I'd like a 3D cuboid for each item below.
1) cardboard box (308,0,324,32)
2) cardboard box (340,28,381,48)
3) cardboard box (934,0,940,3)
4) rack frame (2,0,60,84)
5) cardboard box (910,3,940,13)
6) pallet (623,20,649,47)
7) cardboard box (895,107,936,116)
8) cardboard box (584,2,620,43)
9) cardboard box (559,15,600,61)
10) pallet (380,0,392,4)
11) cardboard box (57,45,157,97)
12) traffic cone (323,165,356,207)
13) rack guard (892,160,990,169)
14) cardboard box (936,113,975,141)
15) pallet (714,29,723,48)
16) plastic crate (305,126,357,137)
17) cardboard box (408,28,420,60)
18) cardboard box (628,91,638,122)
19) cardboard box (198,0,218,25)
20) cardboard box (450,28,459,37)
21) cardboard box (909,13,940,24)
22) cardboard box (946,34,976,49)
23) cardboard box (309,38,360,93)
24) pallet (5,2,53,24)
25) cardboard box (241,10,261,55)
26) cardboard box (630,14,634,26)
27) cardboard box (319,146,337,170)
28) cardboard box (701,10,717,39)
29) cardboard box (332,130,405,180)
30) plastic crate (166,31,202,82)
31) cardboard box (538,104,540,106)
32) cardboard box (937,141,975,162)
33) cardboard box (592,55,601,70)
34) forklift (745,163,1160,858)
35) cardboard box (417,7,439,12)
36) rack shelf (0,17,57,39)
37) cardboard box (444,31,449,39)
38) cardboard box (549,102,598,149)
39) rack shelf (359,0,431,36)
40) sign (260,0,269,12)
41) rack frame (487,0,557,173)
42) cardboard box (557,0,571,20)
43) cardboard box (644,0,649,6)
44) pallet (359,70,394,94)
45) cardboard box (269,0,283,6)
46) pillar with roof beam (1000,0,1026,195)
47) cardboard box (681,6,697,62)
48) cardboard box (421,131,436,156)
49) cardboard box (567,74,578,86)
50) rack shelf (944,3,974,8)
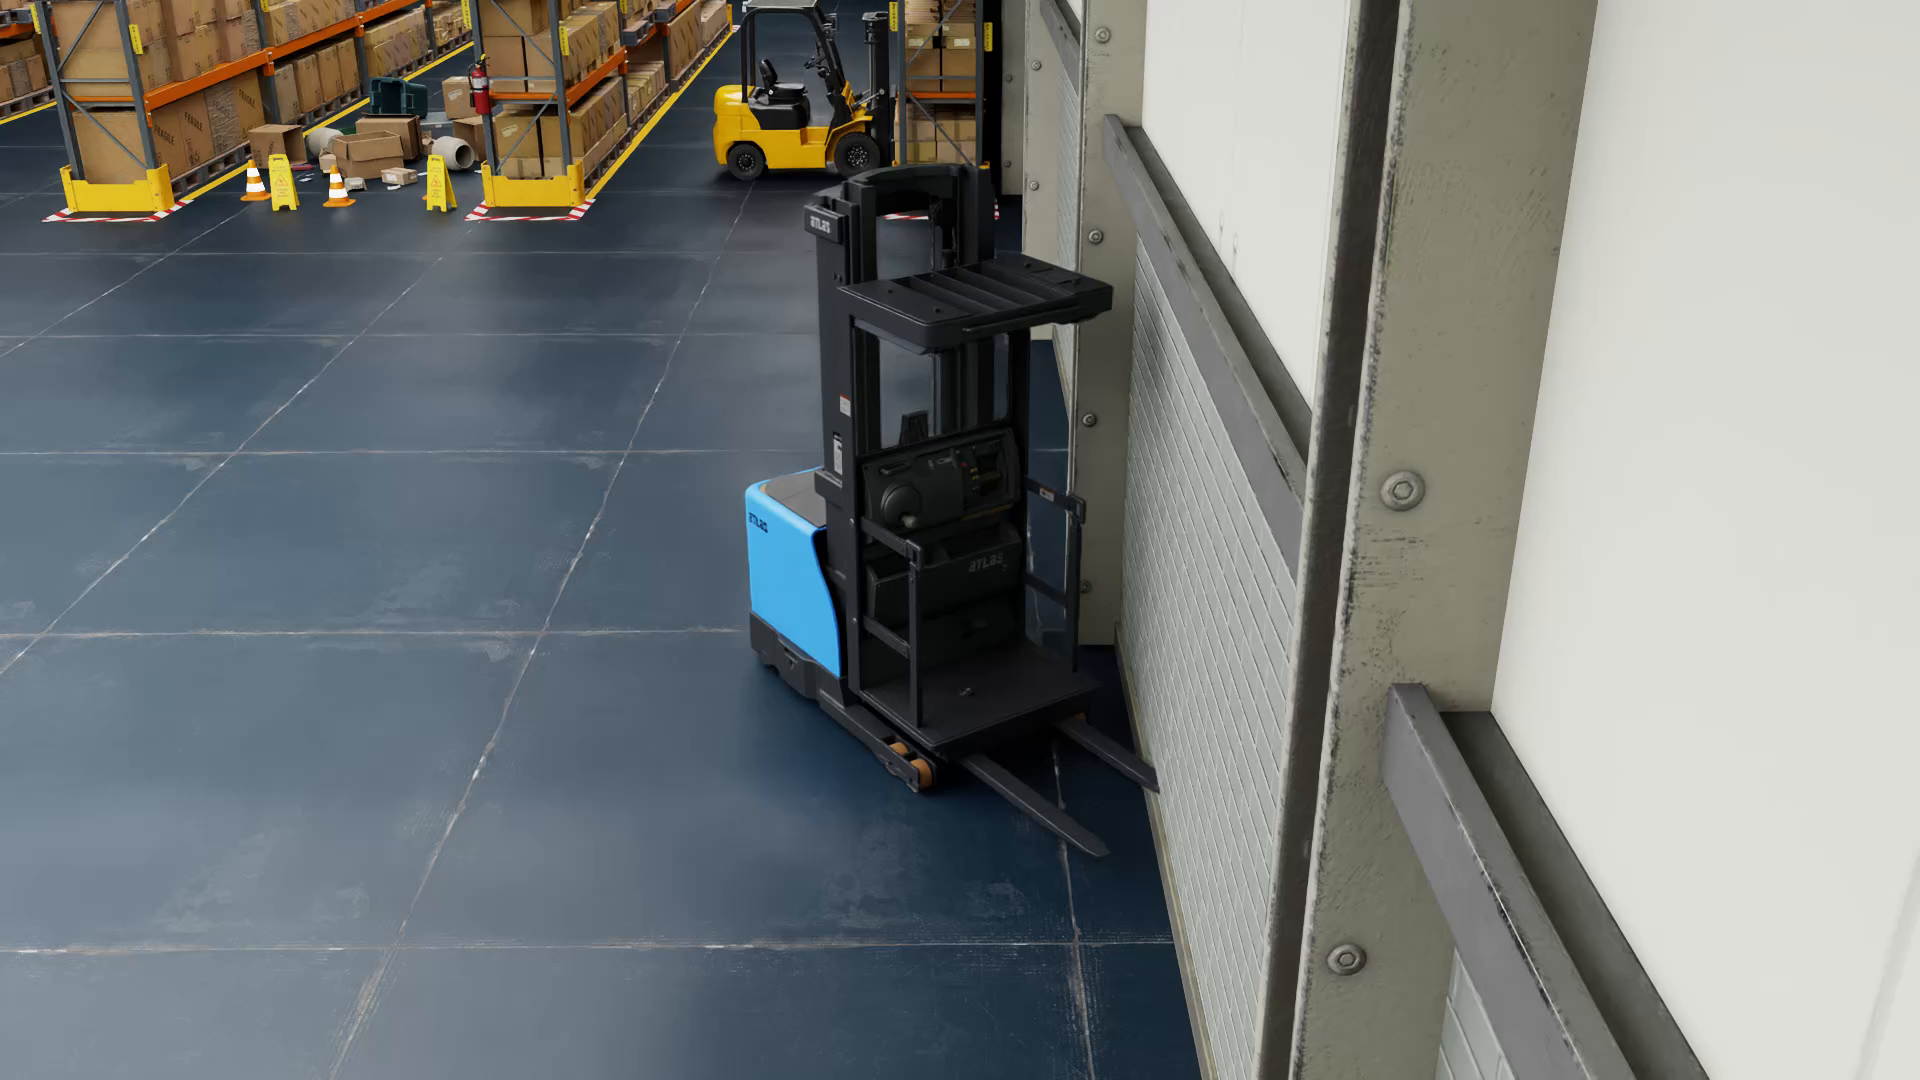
[{"bbox_3d":[-9.936,-7.929,25.019,0.500,0.500,0.500,0,24,0],"label":"cardboard box"},{"bbox_3d":[-9.994,-8.370,27.729,0.500,0.250,0.500,-1,24,-3],"label":"cardboard box"},{"bbox_3d":[-0.461,-7.261,22.396,0.380,0.149,0.250,-1,24,-2],"label":"cardboard box"},{"bbox_3d":[-15.189,-8.710,26.867,1.000,3.000,0.127,0,24,-1],"label":"rack frame"},{"bbox_3d":[-0.452,-6.841,21.465,0.380,0.149,0.250,0,24,0],"label":"cardboard box"},{"bbox_3d":[-5.099,-7.334,24.059,1.003,0.211,1.213,0,24,-1],"label":"pallet"},{"bbox_3d":[-0.557,-5.274,20.885,0.500,0.250,0.500,0,24,0],"label":"cardboard box"},{"bbox_3d":[-4.983,-7.105,22.837,0.500,0.500,0.500,-1,24,-2],"label":"cardboard box"},{"bbox_3d":[-4.950,-6.468,21.429,0.500,0.500,0.500,-1,24,-2],"label":"cardboard box"},{"bbox_3d":[-10.291,-9.418,28.667,1.003,0.211,1.213,0,24,-1],"label":"pallet"},{"bbox_3d":[-10.190,-5.615,19.842,0.875,0.550,0.550,0,24,-1],"label":"cardboard box"},{"bbox_3d":[-7.593,-4.328,20.258,0.336,0.463,0.334,0,24,-1],"label":"traffic cone"},{"bbox_3d":[-0.229,-4.333,20.223,1.175,0.500,0.348,0,24,-1],"label":"rack guard"},{"bbox_3d":[-0.045,-5.074,20.444,0.500,0.250,0.500,-1,24,-1],"label":"cardboard box"},{"bbox_3d":[-5.270,-9.949,32.993,1.003,0.211,1.213,0,24,-1],"label":"pallet"},{"bbox_3d":[-8.873,-5.721,23.602,0.450,0.188,0.662,3,22,31],"label":"plastic crate"},{"bbox_3d":[-10.007,-8.876,29.758,0.500,0.500,0.500,-1,24,-2],"label":"cardboard box"},{"bbox_3d":[-5.244,-6.316,24.254,0.950,0.372,0.625,0,24,0],"label":"cardboard box"},{"bbox_3d":[-10.224,-7.001,21.597,0.875,0.550,0.550,0,24,-1],"label":"cardboard box"},{"bbox_3d":[-10.009,-9.917,32.487,0.380,0.149,0.250,-1,24,-2],"label":"cardboard box"},{"bbox_3d":[-0.436,-6.417,20.529,0.380,0.149,0.250,0,24,0],"label":"cardboard box"},{"bbox_3d":[0.027,-5.964,19.887,0.380,0.149,0.250,-1,24,-2],"label":"cardboard box"},{"bbox_3d":[-10.312,-7.605,26.646,1.050,0.750,0.750,-1,24,-1],"label":"cardboard box"},{"bbox_3d":[-15.075,-8.329,26.259,1.213,0.211,1.003,0,24,-1],"label":"pallet"},{"bbox_3d":[-10.169,-6.958,22.813,0.875,0.550,0.550,0,24,-1],"label":"cardboard box"},{"bbox_3d":[-4.920,-7.515,24.021,0.380,0.149,0.250,0,24,1],"label":"cardboard box"},{"bbox_3d":[-8.324,-5.096,22.196,0.396,0.266,0.258,4,25,9],"label":"cardboard box"},{"bbox_3d":[-5.233,-10.054,32.440,0.875,0.438,0.875,-1,24,-2],"label":"cardboard box"},{"bbox_3d":[-7.743,-5.033,21.767,0.797,0.503,0.637,-19,31,-36],"label":"cardboard box"},{"bbox_3d":[-14.729,-6.740,21.012,10.126,1.636,1.488,0,24,-1],"label":"plastic crate"},{"bbox_3d":[-5.533,-5.617,21.159,0.380,0.149,0.250,0,24,0],"label":"cardboard box"},{"bbox_3d":[-0.027,-4.842,20.537,0.500,0.250,0.500,0,24,0],"label":"cardboard box"},{"bbox_3d":[-4.901,-6.230,21.690,0.380,0.149,0.250,0,24,0],"label":"cardboard box"},{"bbox_3d":[-13.369,-6.912,22.975,8.343,2.935,44.761,-16,29,-32],"label":"forklift"},{"bbox_3d":[-10.573,-10.499,33.052,0.380,0.149,0.250,1,24,2],"label":"cardboard box"},{"bbox_3d":[-15.167,-7.558,25.193,1.077,0.370,4.000,0,24,-1],"label":"rack shelf"},{"bbox_3d":[-10.065,-9.699,32.004,0.380,0.149,0.250,-1,24,-2],"label":"cardboard box"},{"bbox_3d":[-4.936,-5.297,21.238,0.500,0.500,0.500,-1,24,-3],"label":"cardboard box"},{"bbox_3d":[-10.250,-9.187,28.795,1.077,0.370,4.000,0,24,-1],"label":"rack shelf"},{"bbox_3d":[-9.673,-9.800,26.332,0.100,1.808,8.007,0,24,-1],"label":"sign"},{"bbox_3d":[-5.189,-5.458,19.677,0.949,2.616,0.053,0,24,-1],"label":"rack frame"},{"bbox_3d":[-5.389,-6.928,21.233,0.700,0.500,0.500,0,24,-1],"label":"cardboard box"},{"bbox_3d":[-4.969,-8.295,24.958,0.500,0.500,0.500,-1,24,-3],"label":"cardboard box"},{"bbox_3d":[-10.235,-7.742,28.111,1.003,0.211,1.213,0,24,-1],"label":"pallet"},{"bbox_3d":[-10.204,-7.960,23.874,0.700,0.500,0.500,-1,24,-1],"label":"cardboard box"},{"bbox_3d":[-3.640,-8.487,19.094,9.100,9.000,0.400,0,24,-1],"label":"pillar with roof beam"},{"bbox_3d":[-5.219,-8.998,29.574,0.875,0.875,0.875,0,24,1],"label":"cardboard box"},{"bbox_3d":[-7.373,-5.515,23.121,0.258,0.266,0.396,-19,31,-36],"label":"cardboard box"},{"bbox_3d":[-4.928,-5.698,20.513,0.380,0.149,0.250,-1,24,-2],"label":"cardboard box"},{"bbox_3d":[-15.246,-9.934,27.422,30.704,0.877,13.980,0,24,-1],"label":"rack shelf"}]
